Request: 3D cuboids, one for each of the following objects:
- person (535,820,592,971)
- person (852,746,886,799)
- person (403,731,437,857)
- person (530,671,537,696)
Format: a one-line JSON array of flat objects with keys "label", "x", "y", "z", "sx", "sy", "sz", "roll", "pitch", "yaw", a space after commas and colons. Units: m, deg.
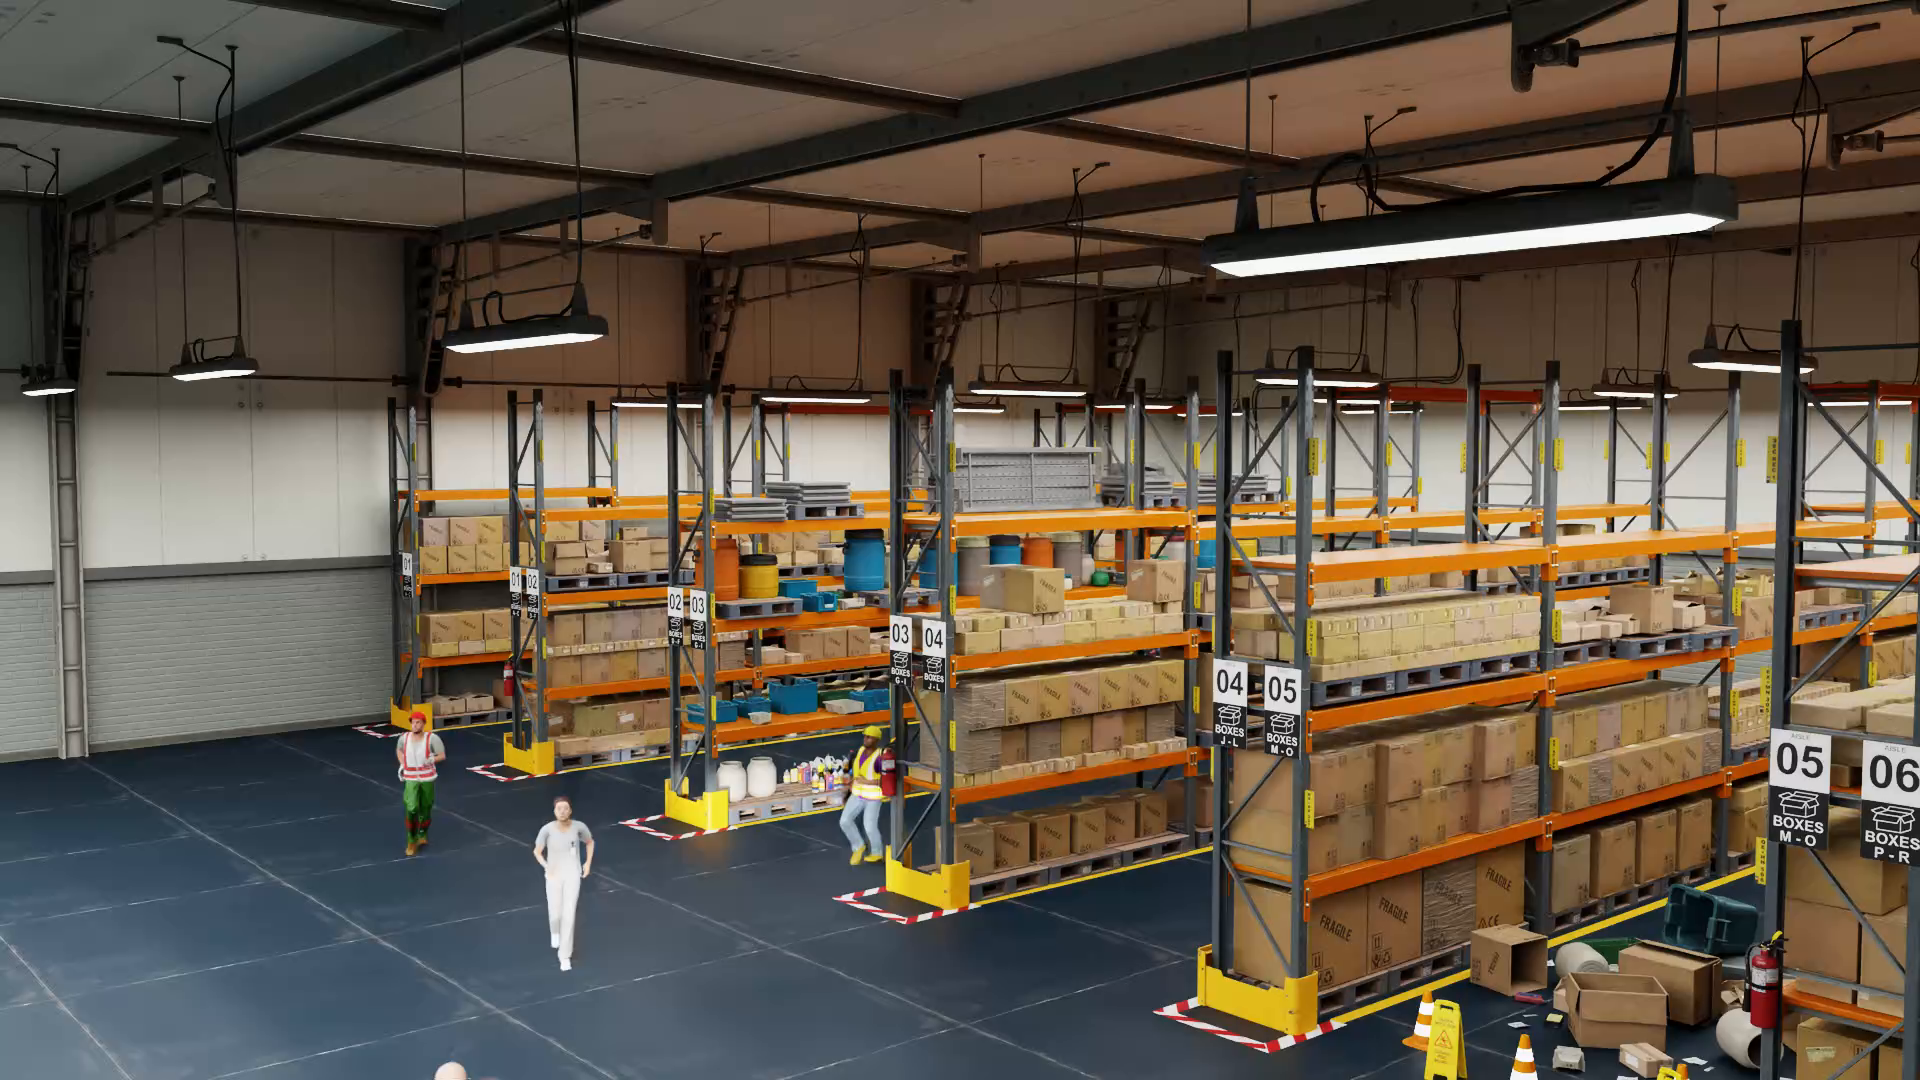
[{"label": "person", "x": -3.951, "y": 3.496, "z": 16.605, "sx": 0.548, "sy": 1.421, "sz": 0.771, "roll": -1, "pitch": 3, "yaw": -13}, {"label": "person", "x": -1.092, "y": 2.813, "z": 20.197, "sx": 0.487, "sy": 0.620, "sz": 0.369, "roll": 2, "pitch": 4, "yaw": 35}, {"label": "person", "x": -6.823, "y": 3.191, "z": 21.039, "sx": 0.410, "sy": 1.569, "sz": 0.570, "roll": -1, "pitch": 3, "yaw": -12}, {"label": "person", "x": -7.134, "y": 2.256, "z": 28.319, "sx": 0.694, "sy": 0.917, "sz": 0.436, "roll": 3, "pitch": 4, "yaw": 39}]
